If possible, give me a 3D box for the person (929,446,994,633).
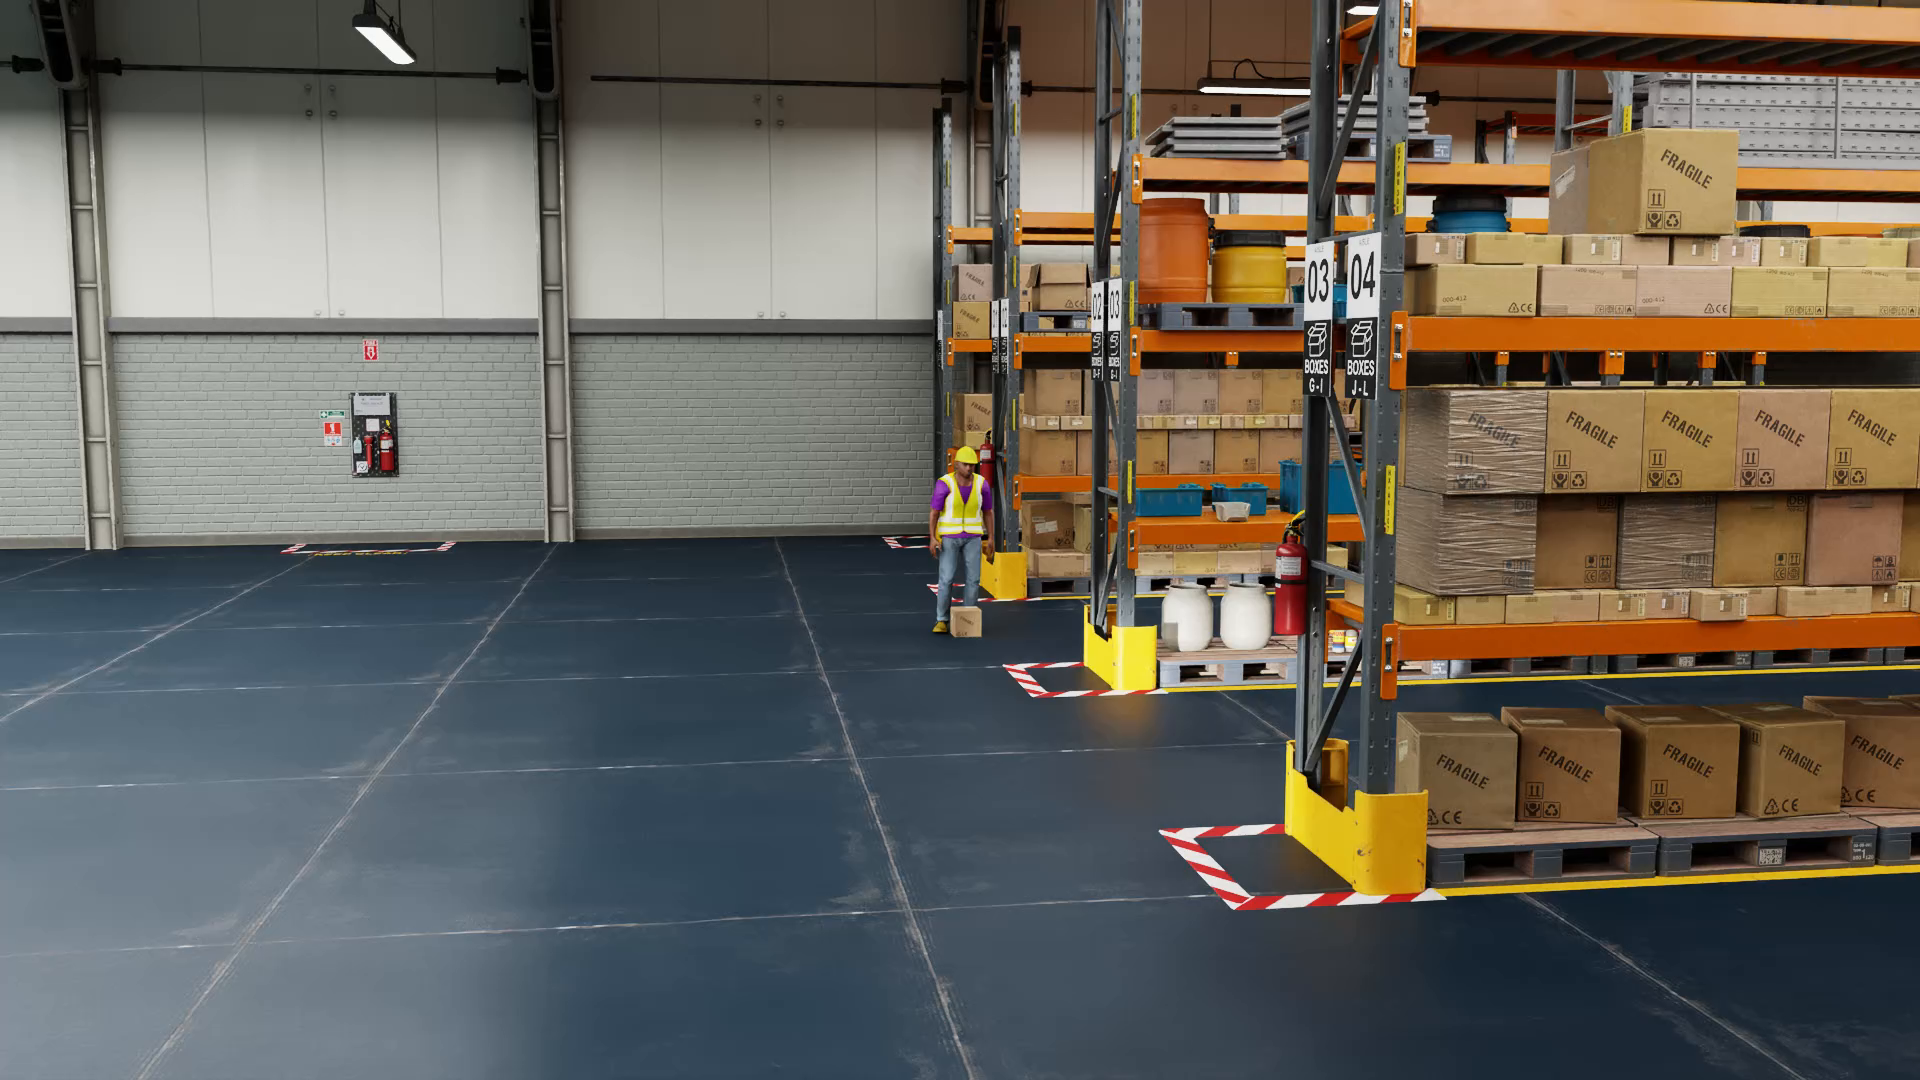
[{"bbox_3d":[0.021,-0.009,15.716,0.634,1.759,0.460,-1,7,-12],"label":"person"}]
